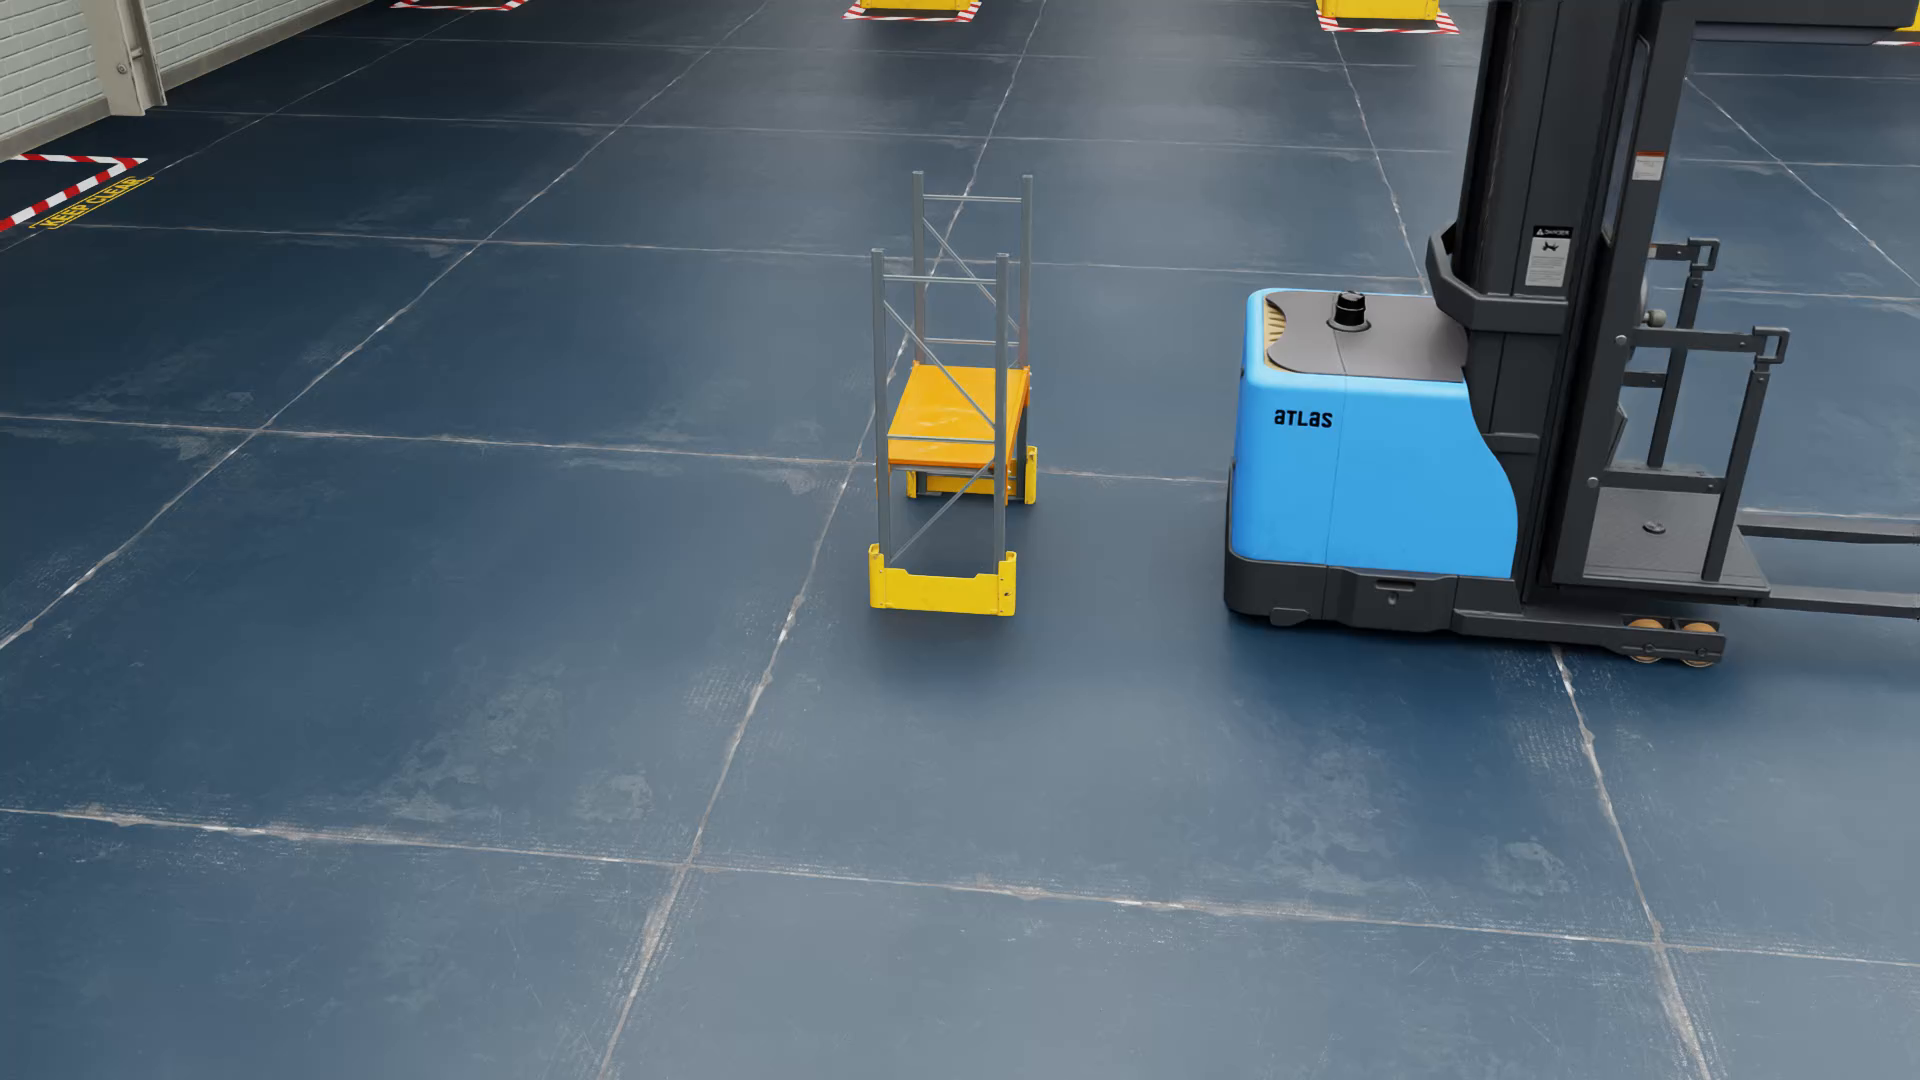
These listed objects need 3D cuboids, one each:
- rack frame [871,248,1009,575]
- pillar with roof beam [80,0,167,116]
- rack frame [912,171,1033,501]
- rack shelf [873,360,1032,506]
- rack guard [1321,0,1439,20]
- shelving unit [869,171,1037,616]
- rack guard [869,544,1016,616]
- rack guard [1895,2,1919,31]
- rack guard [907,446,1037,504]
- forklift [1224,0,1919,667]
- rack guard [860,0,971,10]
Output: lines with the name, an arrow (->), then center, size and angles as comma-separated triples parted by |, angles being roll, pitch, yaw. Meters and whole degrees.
rack frame -> -0.073, -0.381, 6.376 | 0.500, 1.500, 0.032 | 3, 28, 6
pillar with roof beam -> -2.630, -7.324, 11.358 | 9.100, 9.000, 0.400 | 3, 28, 6
rack frame -> 0.052, -0.859, 7.264 | 0.500, 1.500, 0.032 | 3, 28, 6
rack shelf -> -0.010, -0.462, 6.905 | 0.538, 0.185, 1.000 | 3, 28, 6
rack guard -> 4.401, -5.740, 17.378 | 1.175, 0.500, 0.348 | 3, 28, 6
shelving unit -> -0.009, -0.624, 6.828 | 0.587, 1.500, 1.083 | 3, 28, 6
rack guard -> -0.070, 0.160, 6.689 | 0.587, 0.250, 0.087 | 3, 28, 6
rack guard -> 9.363, -5.450, 16.839 | 1.175, 0.500, 0.348 | 3, 28, 6
rack guard -> 0.052, -0.309, 7.559 | 0.587, 0.250, 0.087 | 3, 28, 6
forklift -> 2.617, -1.076, 6.158 | 3.031, 2.935, 1.130 | 4, 29, 8
rack guard -> -0.480, -5.980, 17.823 | 1.175, 0.500, 0.348 | 3, 28, 6
